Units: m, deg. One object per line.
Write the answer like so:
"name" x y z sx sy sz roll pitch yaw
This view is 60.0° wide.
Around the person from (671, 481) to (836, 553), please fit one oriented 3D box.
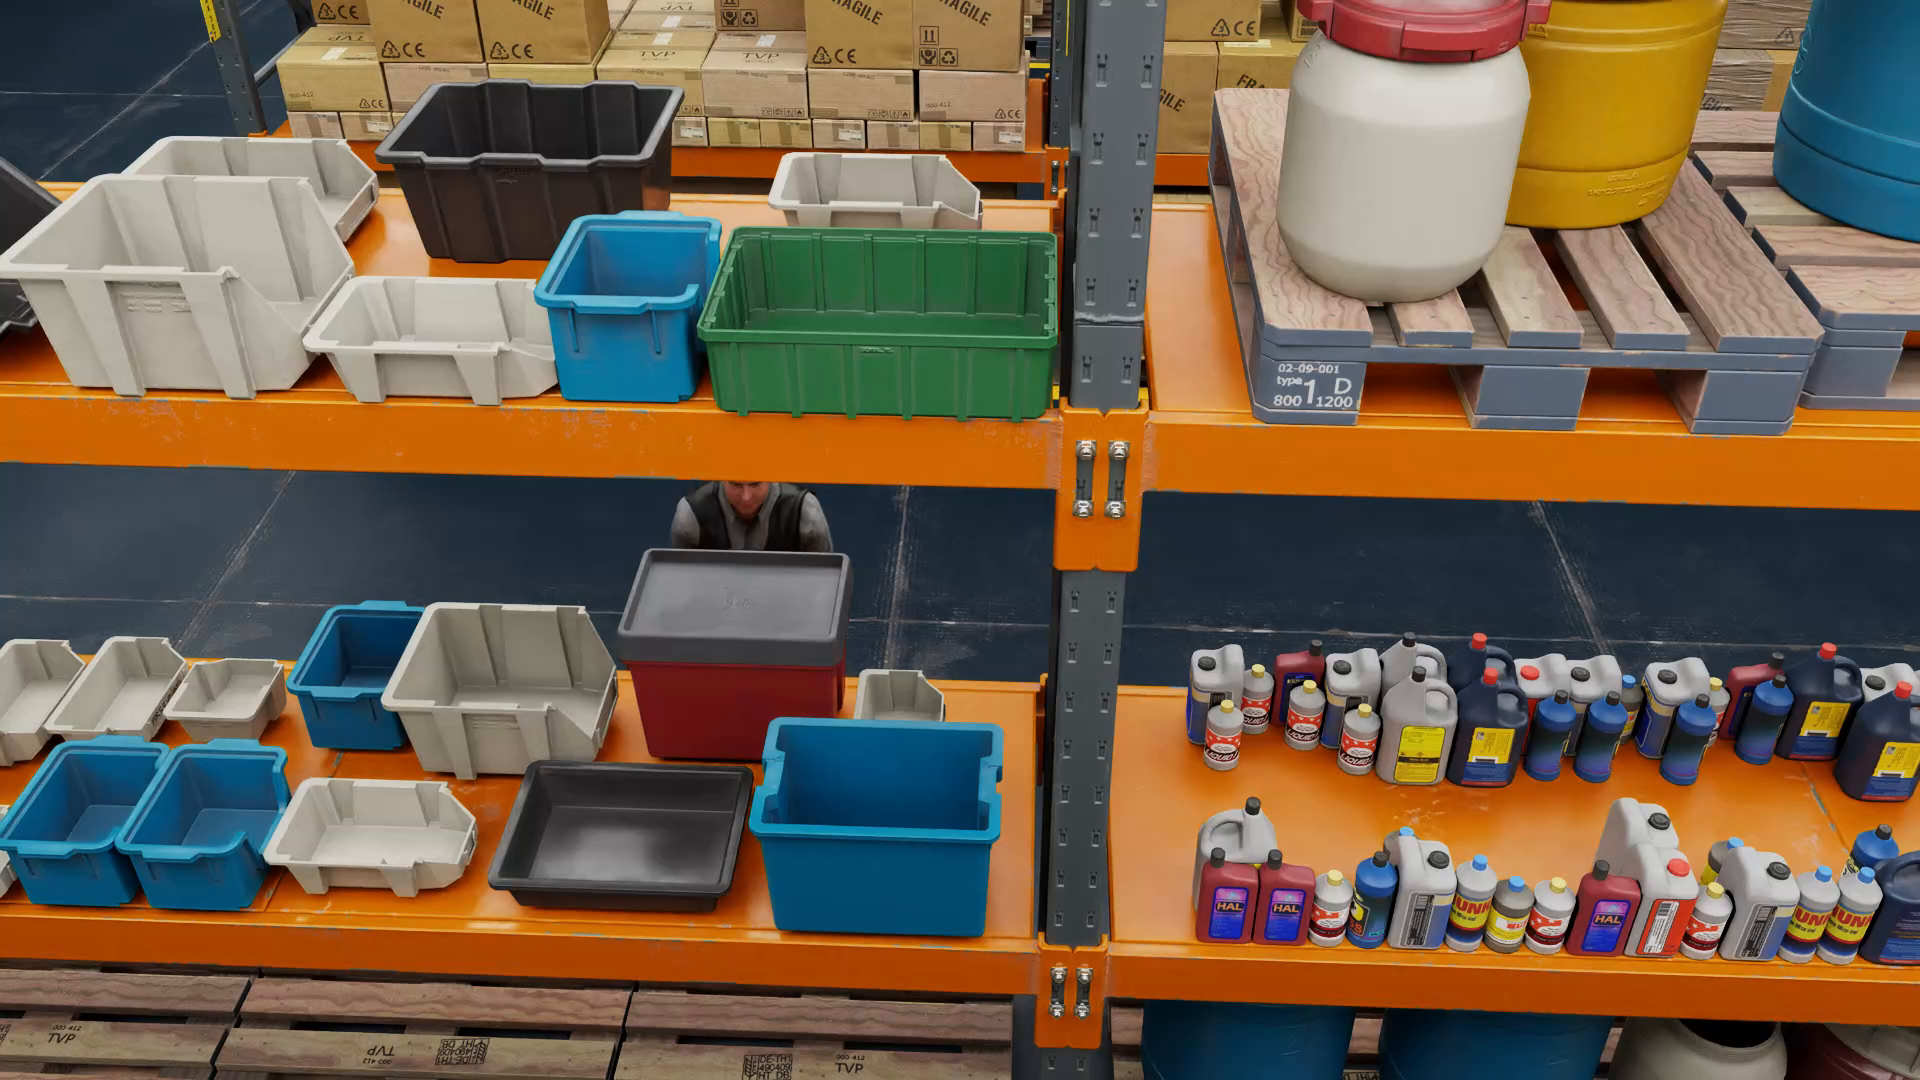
"person" -0.690 0.339 5.691 0.593 1.721 0.426 -1 35 -1
